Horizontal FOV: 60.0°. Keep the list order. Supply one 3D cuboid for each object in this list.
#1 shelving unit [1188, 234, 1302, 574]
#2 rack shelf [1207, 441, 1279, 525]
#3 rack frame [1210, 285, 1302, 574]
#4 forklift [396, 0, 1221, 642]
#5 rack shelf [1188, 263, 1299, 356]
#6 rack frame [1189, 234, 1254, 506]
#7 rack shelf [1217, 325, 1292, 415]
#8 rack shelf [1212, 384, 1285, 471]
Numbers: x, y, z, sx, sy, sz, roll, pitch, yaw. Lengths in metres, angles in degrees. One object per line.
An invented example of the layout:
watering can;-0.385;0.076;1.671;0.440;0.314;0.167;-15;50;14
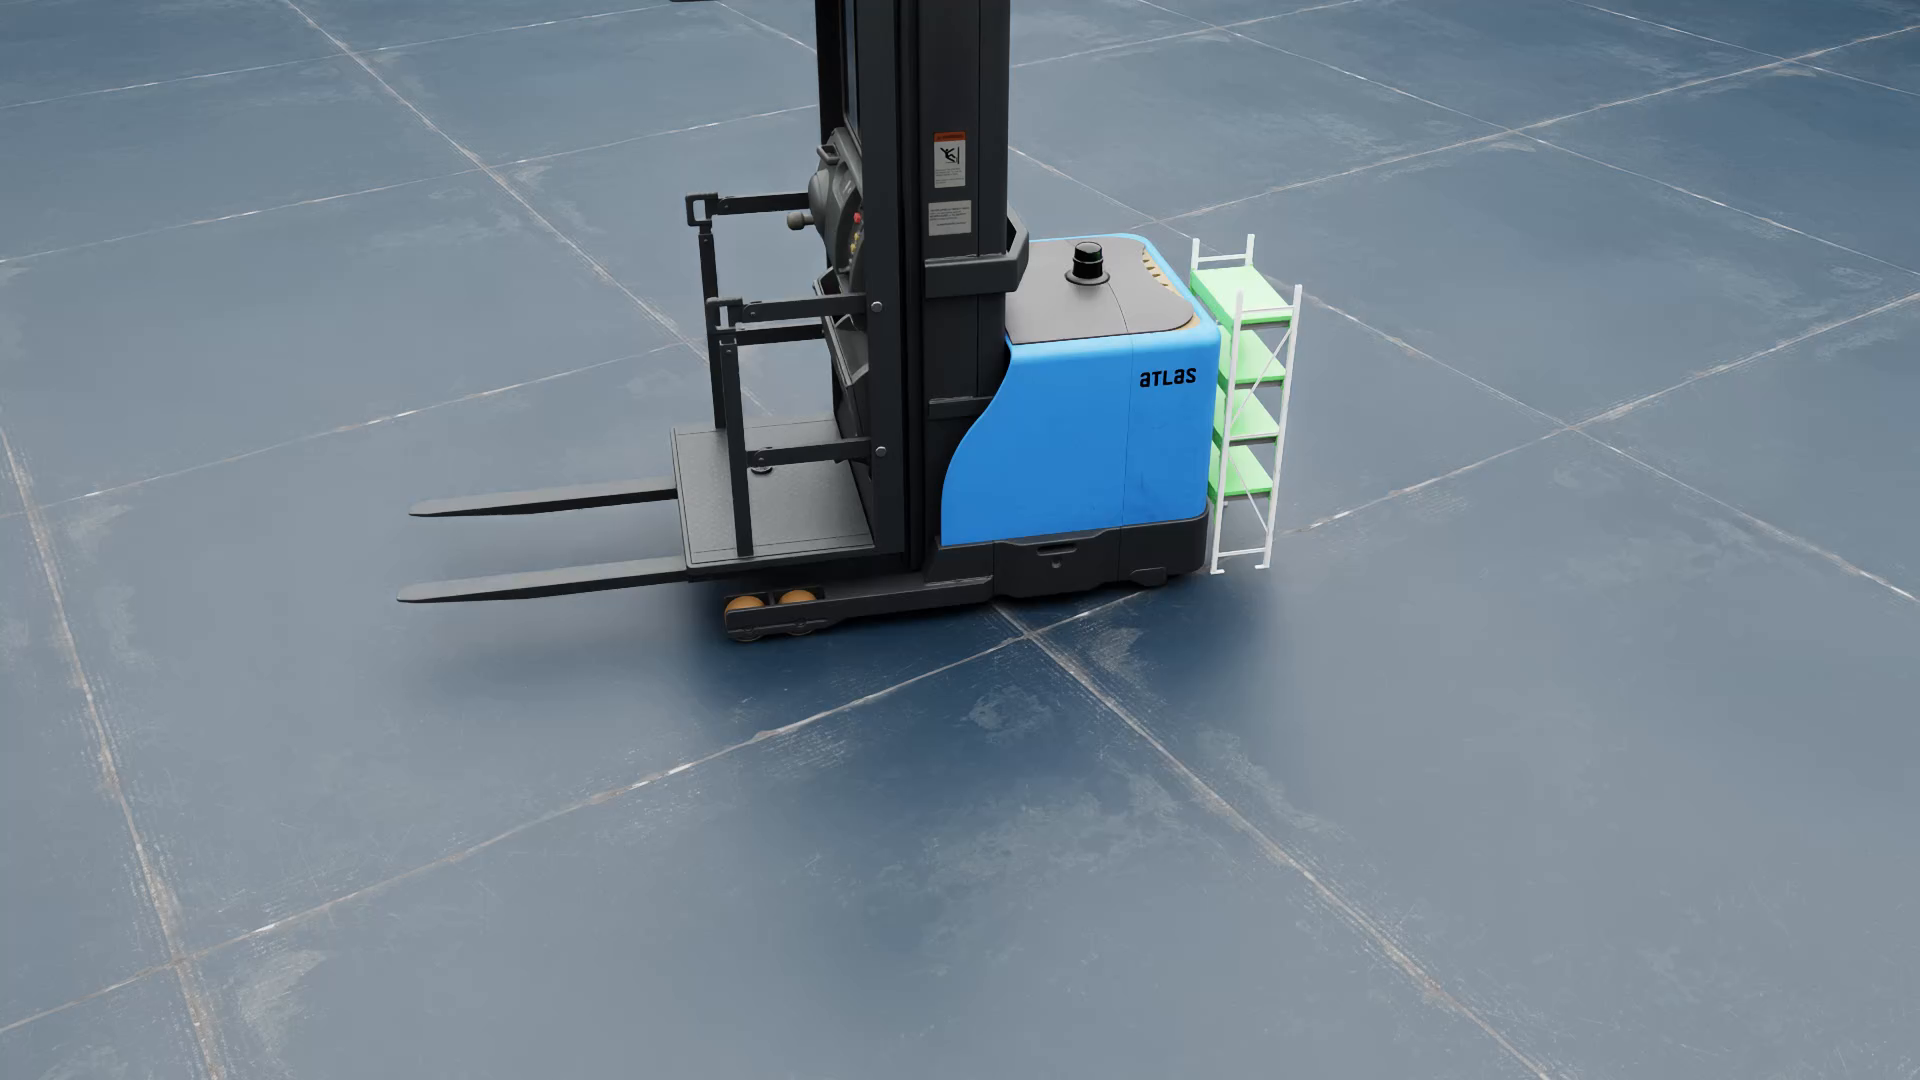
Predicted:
shelving unit;1.053;-0.516;6.444;0.258;1.200;0.503;-6;33;-10
rack shelf;1.053;-0.259;6.606;0.258;0.148;0.480;-6;33;-10
rack frame;1.103;-0.389;6.242;0.240;1.200;0.015;-6;33;-10
forklift;-0.615;-1.172;5.860;3.031;2.935;1.130;-6;33;-10
rack shelf;1.053;-0.868;6.222;0.258;0.148;0.480;-6;33;-10
rack frame;1.004;-0.644;6.646;0.240;1.200;0.015;-6;33;-10
rack shelf;1.053;-0.665;6.350;0.258;0.148;0.480;-6;33;-10
rack shelf;1.053;-0.462;6.478;0.258;0.148;0.480;-6;33;-10
